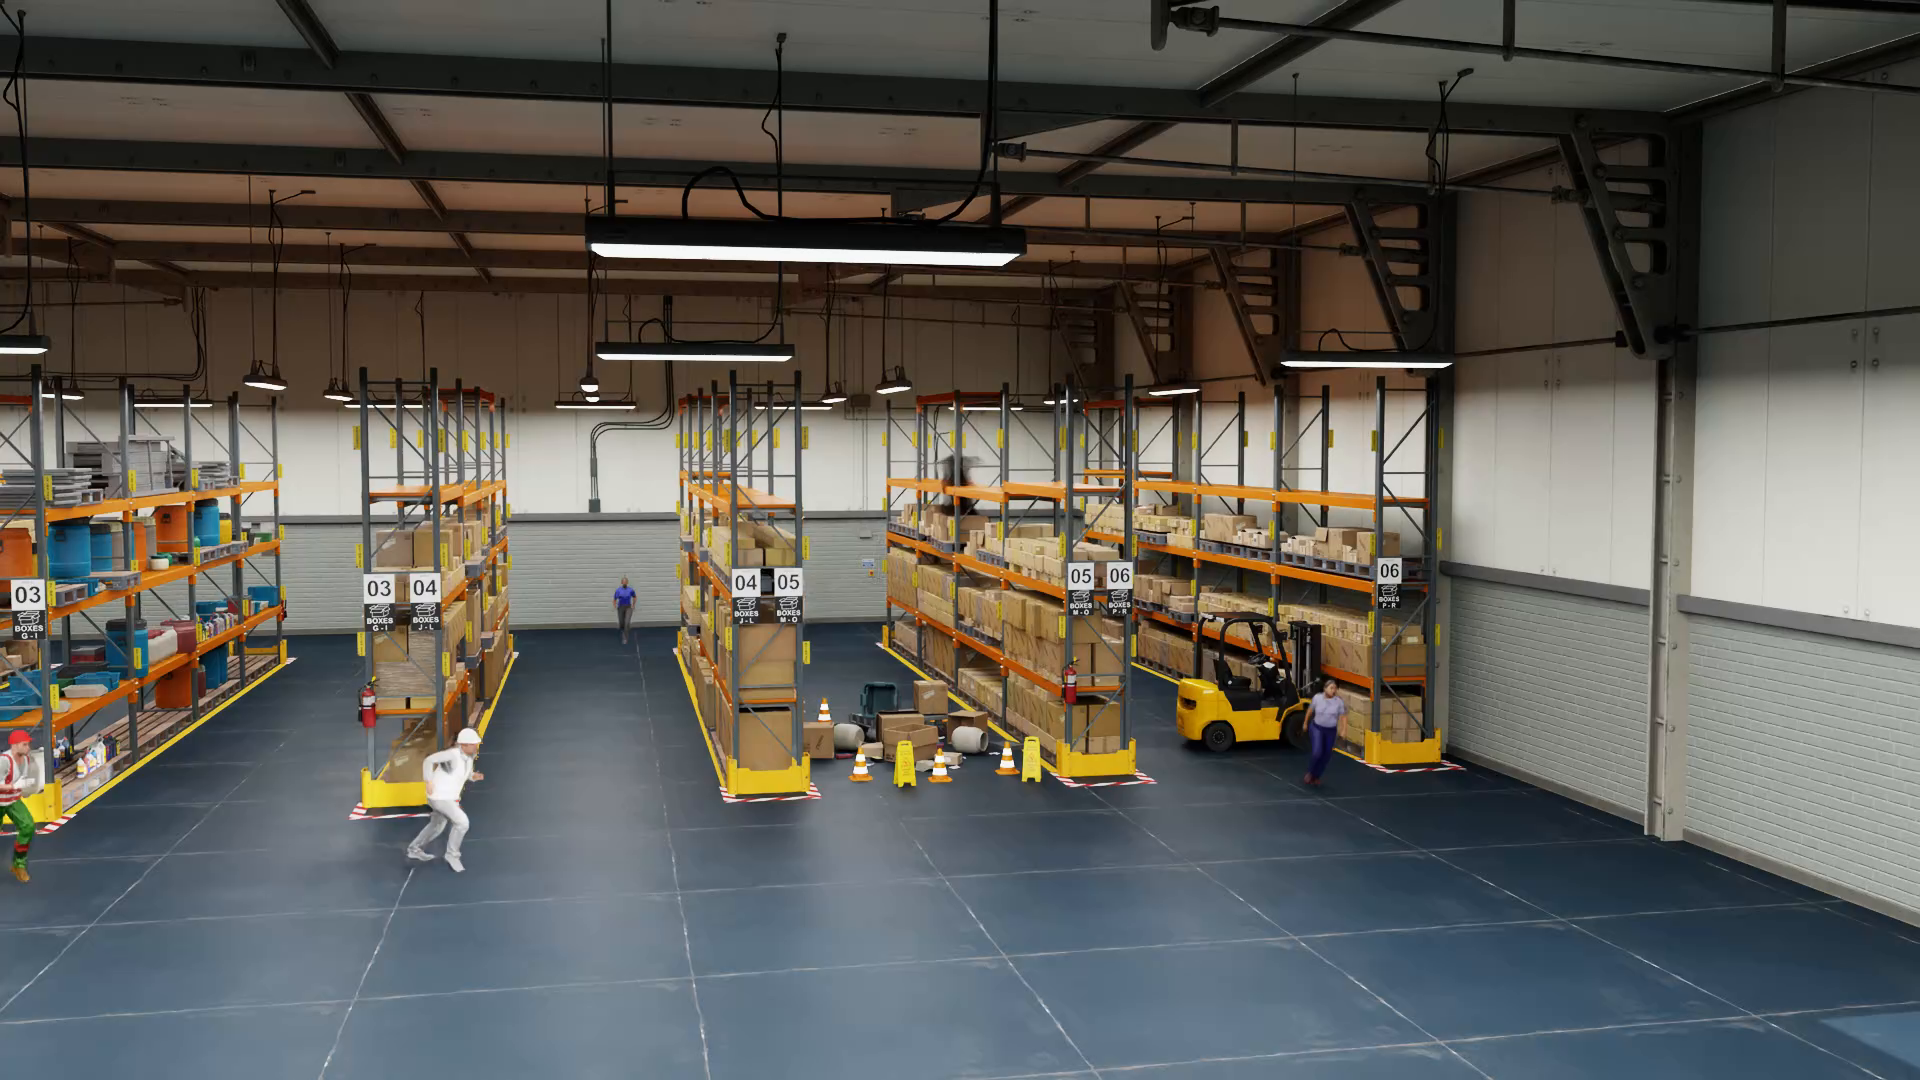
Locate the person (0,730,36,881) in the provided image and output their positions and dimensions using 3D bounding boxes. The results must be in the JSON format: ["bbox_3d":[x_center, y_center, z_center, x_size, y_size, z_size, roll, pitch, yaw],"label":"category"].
[{"bbox_3d":[-10.895,3.040,18.947,0.972,1.779,0.692,1,3,12],"label":"person"}]

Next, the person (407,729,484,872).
[{"bbox_3d":[-6.033,3.041,19.406,0.992,1.709,0.700,1,3,14],"label":"person"}]

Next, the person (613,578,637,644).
[{"bbox_3d":[-8.332,1.796,41.370,0.575,1.536,0.700,0,3,-8],"label":"person"}]

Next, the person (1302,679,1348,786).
[{"bbox_3d":[5.263,2.780,23.965,0.592,1.593,0.717,0,3,-5],"label":"person"}]
